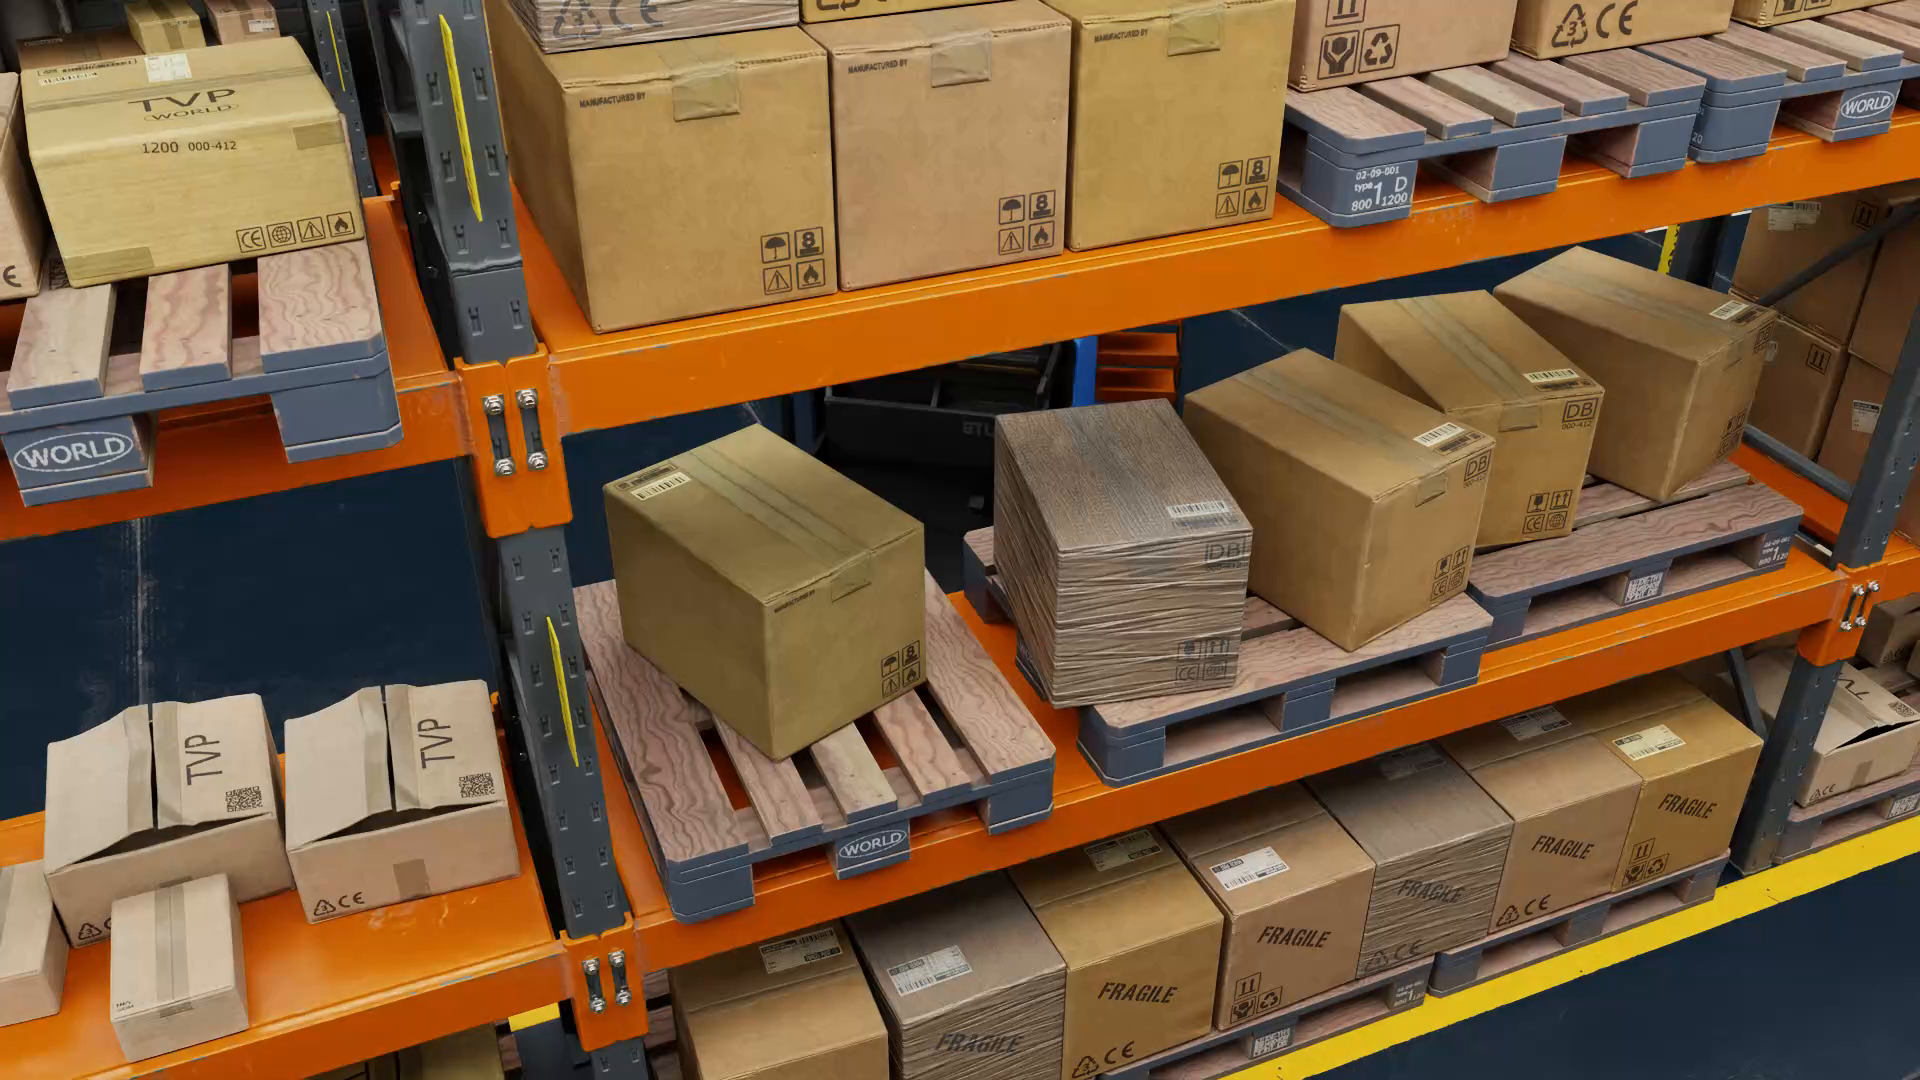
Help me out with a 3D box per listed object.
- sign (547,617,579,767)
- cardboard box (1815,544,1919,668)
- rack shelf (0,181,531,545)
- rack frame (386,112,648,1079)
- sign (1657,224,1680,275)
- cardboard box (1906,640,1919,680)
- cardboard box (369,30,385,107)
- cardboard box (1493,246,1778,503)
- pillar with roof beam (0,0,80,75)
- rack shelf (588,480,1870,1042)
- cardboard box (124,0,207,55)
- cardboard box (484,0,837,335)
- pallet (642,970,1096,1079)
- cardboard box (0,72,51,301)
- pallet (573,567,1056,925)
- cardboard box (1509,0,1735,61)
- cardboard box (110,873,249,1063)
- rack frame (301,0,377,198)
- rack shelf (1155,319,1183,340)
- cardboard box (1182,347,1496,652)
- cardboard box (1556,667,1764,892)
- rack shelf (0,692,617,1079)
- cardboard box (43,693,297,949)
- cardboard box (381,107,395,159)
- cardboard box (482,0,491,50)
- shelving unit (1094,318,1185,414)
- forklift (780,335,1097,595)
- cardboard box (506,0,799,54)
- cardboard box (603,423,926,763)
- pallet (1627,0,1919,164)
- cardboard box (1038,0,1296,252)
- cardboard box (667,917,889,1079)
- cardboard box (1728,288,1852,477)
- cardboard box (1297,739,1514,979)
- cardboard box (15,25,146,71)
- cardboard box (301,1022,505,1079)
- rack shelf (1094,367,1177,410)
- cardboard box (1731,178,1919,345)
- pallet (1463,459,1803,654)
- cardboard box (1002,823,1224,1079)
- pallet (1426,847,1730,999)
[{"bbox_3d":[-0.824,0.317,3.450,0.005,0.325,0.100,-13,35,-19],"label":"sign"},{"bbox_3d":[3.753,0.201,6.753,0.500,0.311,0.500,-13,35,-19],"label":"cardboard box"},{"bbox_3d":[-2.886,-0.009,2.923,4.000,0.370,1.077,-13,35,-19],"label":"rack shelf"},{"bbox_3d":[-1.042,0.524,4.194,0.127,3.000,1.000,-13,35,-19],"label":"rack frame"},{"bbox_3d":[2.429,-0.954,5.673,0.005,0.325,0.100,-13,35,-19],"label":"sign"},{"bbox_3d":[3.911,0.515,6.402,0.250,0.166,0.380,-13,35,-19],"label":"cardboard box"},{"bbox_3d":[-2.630,-2.373,8.264,0.500,0.500,0.500,-13,35,-19],"label":"cardboard box"},{"bbox_3d":[2.123,-0.551,5.369,0.500,0.500,0.700,-26,41,-34],"label":"cardboard box"},{"bbox_3d":[-2.830,-2.476,3.305,0.400,9.000,9.100,-13,35,-19],"label":"pillar with roof beam"},{"bbox_3d":[0.802,0.403,5.039,4.000,0.370,1.077,-13,35,-19],"label":"rack shelf"},{"bbox_3d":[-3.560,-2.301,7.446,0.250,0.149,0.380,-19,38,-27],"label":"cardboard box"},{"bbox_3d":[-0.653,-0.884,3.516,0.500,0.500,0.910,-13,35,-19],"label":"cardboard box"},{"bbox_3d":[-0.339,1.554,5.168,1.213,0.211,1.003,-13,35,-19],"label":"pallet"},{"bbox_3d":[-1.915,-0.602,2.928,0.500,0.250,0.500,-12,35,-18],"label":"cardboard box"},{"bbox_3d":[-0.444,0.426,4.521,1.003,0.211,1.213,-13,35,-19],"label":"pallet"},{"bbox_3d":[1.546,-1.616,4.164,0.600,0.600,0.600,-13,35,-19],"label":"cardboard box"},{"bbox_3d":[-1.764,0.958,3.757,0.250,0.149,0.380,-13,35,-19],"label":"cardboard box"},{"bbox_3d":[-2.963,-1.966,8.021,0.127,3.000,1.000,-13,35,-19],"label":"rack frame"},{"bbox_3d":[0.831,-1.100,8.053,0.480,0.148,0.258,2,33,4],"label":"rack shelf"},{"bbox_3d":[1.041,-0.134,4.729,0.500,0.500,0.700,-23,39,-31],"label":"cardboard box"},{"bbox_3d":[2.302,0.791,5.672,0.500,0.500,0.500,-13,35,-19],"label":"cardboard box"},{"bbox_3d":[-2.886,1.248,3.741,4.000,0.370,1.077,-13,35,-19],"label":"rack shelf"},{"bbox_3d":[-1.942,0.653,4.078,0.500,0.311,0.500,-13,35,-19],"label":"cardboard box"},{"bbox_3d":[-2.762,-2.067,8.388,0.250,0.149,0.380,-12,35,-18],"label":"cardboard box"},{"bbox_3d":[-2.418,-2.428,7.660,0.500,0.250,0.500,-12,35,-18],"label":"cardboard box"},{"bbox_3d":[0.831,-0.969,8.138,0.503,1.200,0.258,2,33,4],"label":"shelving unit"},{"bbox_3d":[-0.131,-0.859,6.383,1.130,2.935,3.031,6,34,10],"label":"forklift"},{"bbox_3d":[-0.637,-1.283,3.213,0.500,0.500,0.500,-13,35,-19],"label":"cardboard box"},{"bbox_3d":[-0.505,0.117,4.344,0.500,0.500,0.700,-26,41,-34],"label":"cardboard box"},{"bbox_3d":[2.018,-1.396,4.568,1.003,0.211,1.213,-13,35,-19],"label":"pallet"},{"bbox_3d":[0.297,-1.102,3.851,0.500,0.500,0.910,-13,35,-19],"label":"cardboard box"},{"bbox_3d":[-0.512,1.435,4.683,0.500,0.500,0.500,-11,35,-17],"label":"cardboard box"},{"bbox_3d":[3.008,-0.597,5.825,0.500,0.500,0.500,-12,35,-18],"label":"cardboard box"},{"bbox_3d":[1.381,0.997,5.356,0.500,0.500,0.500,-12,35,-18],"label":"cardboard box"},{"bbox_3d":[-3.897,-1.956,7.511,0.500,0.500,0.700,-16,36,-23],"label":"cardboard box"},{"bbox_3d":[-1.430,1.500,4.316,0.500,0.311,0.500,-12,35,-18],"label":"cardboard box"},{"bbox_3d":[0.831,-0.746,8.283,0.480,0.148,0.258,2,33,4],"label":"rack shelf"},{"bbox_3d":[3.012,-1.018,5.556,0.500,0.500,0.500,-13,35,-19],"label":"cardboard box"},{"bbox_3d":[1.867,-0.126,5.369,1.213,0.211,1.003,-13,35,-19],"label":"pallet"},{"bbox_3d":[0.433,1.218,5.016,0.500,0.500,0.500,-13,35,-20],"label":"cardboard box"},{"bbox_3d":[1.911,1.039,5.959,1.213,0.211,1.003,-13,35,-19],"label":"pallet"}]
